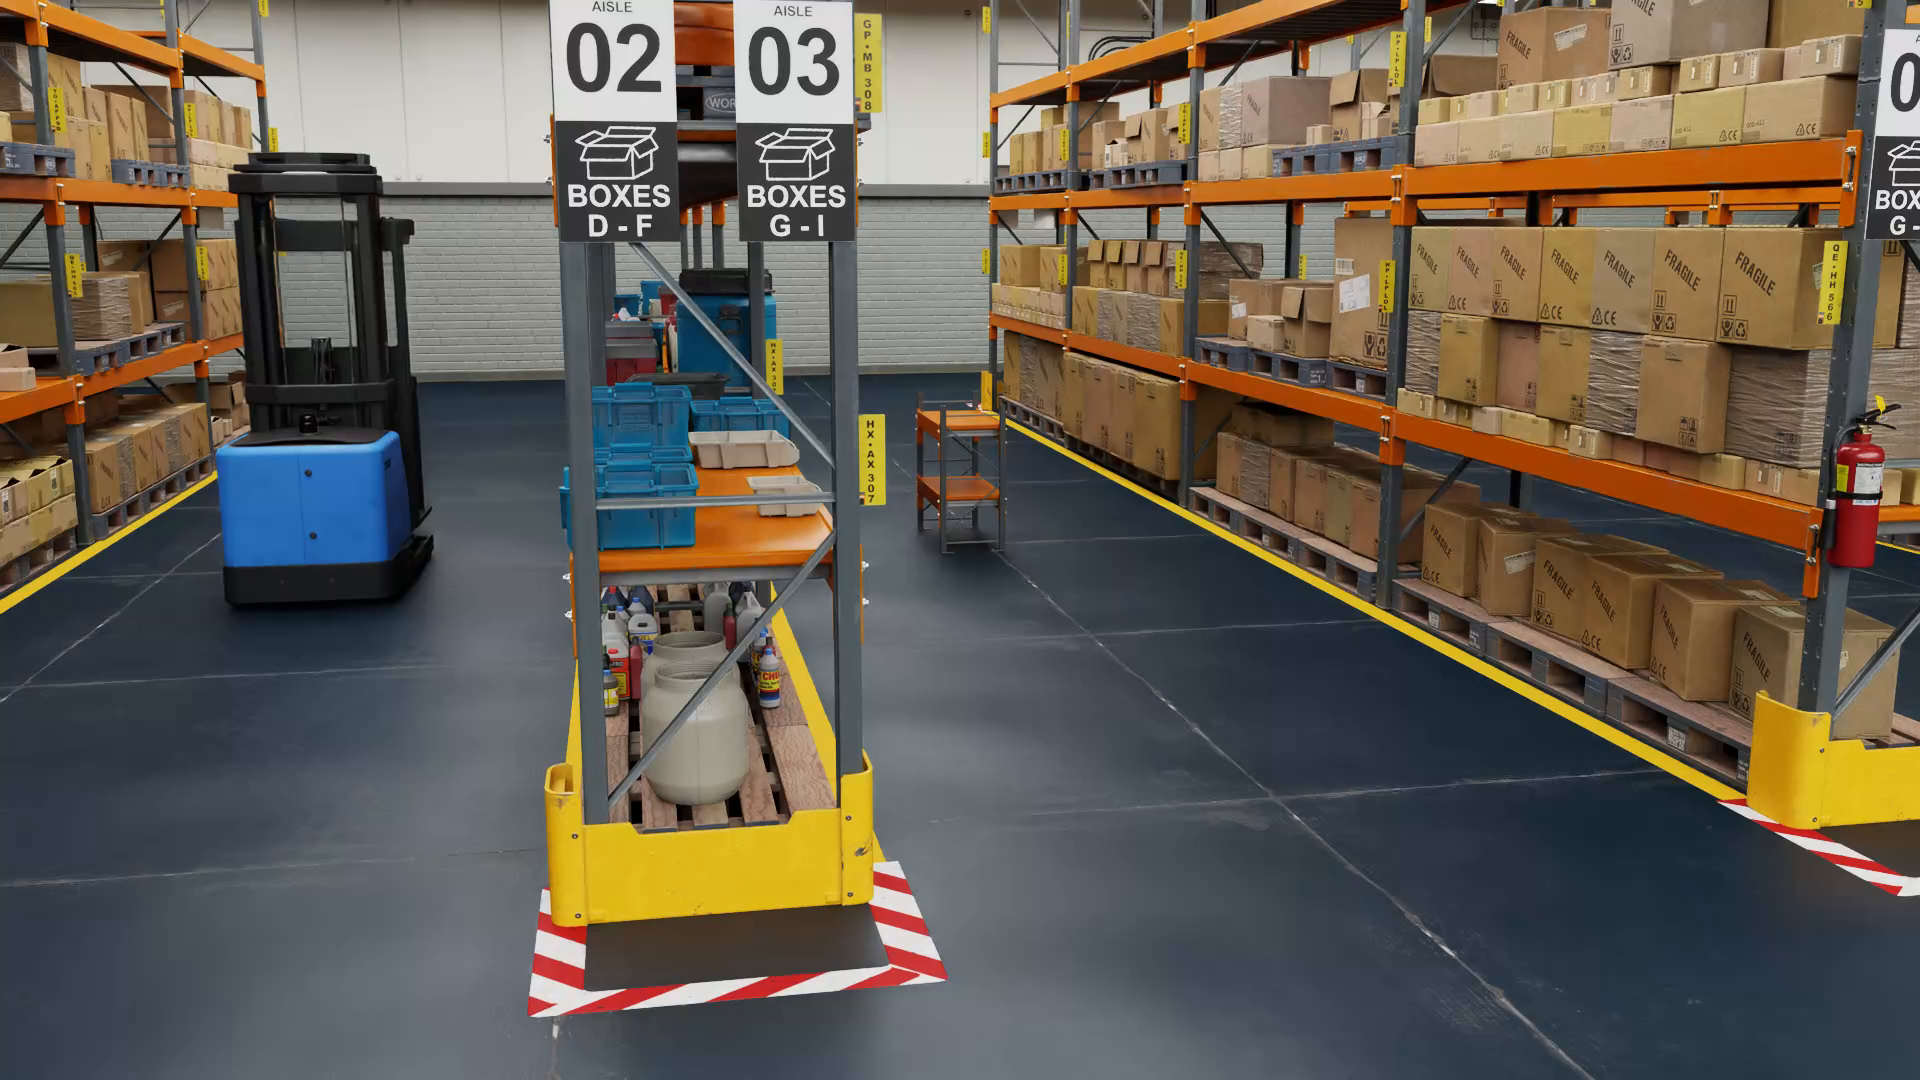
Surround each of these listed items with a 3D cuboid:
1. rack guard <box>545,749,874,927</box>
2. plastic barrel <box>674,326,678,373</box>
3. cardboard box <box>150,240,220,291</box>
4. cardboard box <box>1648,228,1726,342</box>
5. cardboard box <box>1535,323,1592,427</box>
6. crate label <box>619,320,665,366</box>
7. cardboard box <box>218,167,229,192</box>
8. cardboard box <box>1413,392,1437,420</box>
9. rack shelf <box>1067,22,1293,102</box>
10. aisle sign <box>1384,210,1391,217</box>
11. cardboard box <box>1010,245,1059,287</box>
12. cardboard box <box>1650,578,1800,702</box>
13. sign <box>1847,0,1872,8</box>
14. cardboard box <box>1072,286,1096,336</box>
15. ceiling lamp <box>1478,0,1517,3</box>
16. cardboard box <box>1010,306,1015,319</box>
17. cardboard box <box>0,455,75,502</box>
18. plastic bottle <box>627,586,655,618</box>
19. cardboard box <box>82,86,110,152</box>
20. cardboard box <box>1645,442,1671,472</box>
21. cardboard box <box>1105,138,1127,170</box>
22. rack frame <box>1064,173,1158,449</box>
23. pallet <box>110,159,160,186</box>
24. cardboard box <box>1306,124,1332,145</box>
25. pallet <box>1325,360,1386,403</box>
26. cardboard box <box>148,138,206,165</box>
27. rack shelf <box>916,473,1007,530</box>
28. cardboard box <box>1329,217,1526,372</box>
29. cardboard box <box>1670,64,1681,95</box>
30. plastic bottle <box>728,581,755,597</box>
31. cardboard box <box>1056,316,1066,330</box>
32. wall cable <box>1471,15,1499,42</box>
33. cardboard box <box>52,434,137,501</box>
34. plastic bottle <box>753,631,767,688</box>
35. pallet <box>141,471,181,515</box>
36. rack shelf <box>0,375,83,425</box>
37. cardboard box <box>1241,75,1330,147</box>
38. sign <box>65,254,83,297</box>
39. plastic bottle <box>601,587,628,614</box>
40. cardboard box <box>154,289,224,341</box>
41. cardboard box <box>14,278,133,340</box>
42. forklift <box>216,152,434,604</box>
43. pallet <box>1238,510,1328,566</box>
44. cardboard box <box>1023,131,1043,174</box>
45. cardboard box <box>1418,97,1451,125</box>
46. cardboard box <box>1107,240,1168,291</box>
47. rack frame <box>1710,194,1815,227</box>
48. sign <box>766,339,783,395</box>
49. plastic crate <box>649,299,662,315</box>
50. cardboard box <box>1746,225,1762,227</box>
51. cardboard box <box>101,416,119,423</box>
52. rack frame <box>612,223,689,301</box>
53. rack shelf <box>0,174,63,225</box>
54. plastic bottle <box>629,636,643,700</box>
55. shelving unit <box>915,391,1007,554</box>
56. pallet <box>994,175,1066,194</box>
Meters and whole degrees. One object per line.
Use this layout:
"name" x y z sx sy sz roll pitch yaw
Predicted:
"rack guard" -0.918 1.085 6.157 1.175 0.500 0.348 -2 11 -11
"plastic barrel" -1.606 -1.114 10.664 0.433 0.535 0.433 0 11 0
"cardboard box" -7.866 -2.789 16.884 0.500 0.500 0.500 -2 11 -10
"cardboard box" 3.549 -1.180 7.638 0.500 0.500 0.500 -2 11 -11
"cardboard box" 3.566 -0.880 8.736 0.875 0.500 0.500 -2 11 -11
"crate label" -2.485 -1.423 12.555 0.502 0.435 0.616 -2 11 -11
"cardboard box" -8.091 -3.833 17.693 0.500 0.250 0.500 -2 11 -11
"cardboard box" 3.006 -0.824 10.175 0.380 0.149 0.250 -2 11 -11
"rack shelf" 2.057 -4.542 15.985 1.077 0.370 4.000 -2 11 -11
"aisle sign" 6.055 -4.708 22.957 0.394 0.787 0.004 -2 11 -11
"cardboard box" 0.922 -3.401 20.645 0.500 0.500 0.500 -2 11 -13
"cardboard box" 3.747 0.488 8.174 0.500 0.500 0.500 1 11 4
"sign" 3.453 -2.202 6.355 0.100 0.325 0.005 -2 11 -11
"cardboard box" 1.512 -2.467 17.868 0.500 0.500 0.500 -2 11 -11
"ceiling lamp" 7.710 -9.824 25.132 2.000 3.185 0.800 -2 11 -11
"cardboard box" 0.837 -2.856 20.851 0.380 0.149 0.250 -2 11 -12
"cardboard box" -6.929 -0.462 12.332 0.500 0.311 0.500 -2 11 -10
"plastic bottle" -1.744 0.379 9.090 0.144 0.351 0.185 -2 11 -11
"cardboard box" -7.763 -3.590 14.356 0.600 0.600 0.600 -3 11 -13
"cardboard box" 3.555 -0.415 8.028 0.380 0.149 0.250 -2 11 -11
"cardboard box" 1.793 -3.943 16.982 0.500 0.311 0.500 -3 11 -13
"rack frame" 1.668 -2.511 18.368 1.000 3.000 0.127 -2 11 -11
"pallet" -7.788 -3.221 14.576 1.213 0.211 1.003 -2 11 -11
"cardboard box" 2.761 -2.949 12.149 0.380 0.166 0.250 -2 11 -13
"pallet" 3.218 -1.095 11.441 1.003 0.211 1.213 -2 11 -11
"cardboard box" -7.901 -3.895 16.682 0.500 0.250 0.500 -2 11 -11
"rack shelf" -0.001 -0.314 13.144 0.538 0.278 1.000 -2 11 -11
"cardboard box" 3.206 -1.696 11.356 1.000 1.000 1.000 -2 11 -11
"cardboard box" 3.547 -2.139 7.725 0.380 0.149 0.250 -2 11 -10
"plastic bottle" -1.227 0.329 9.354 0.144 0.351 0.185 -2 11 -13
"cardboard box" 1.287 -2.432 18.623 0.380 0.149 0.250 -2 11 -11
"wall cable" 9.966 -7.612 29.124 2.355 3.000 0.029 -2 11 -11
"cardboard box" -7.188 -0.596 13.814 0.500 0.500 0.500 -3 11 -13
"plastic bottle" -0.971 0.587 8.209 0.097 0.271 0.097 0 11 0
"pallet" -7.614 -0.410 14.785 1.003 0.211 1.213 -2 11 -11
"rack shelf" -6.883 -0.698 10.765 1.077 0.370 4.000 -2 11 -11
"cardboard box" 2.484 -3.265 12.702 0.500 0.500 0.500 -2 11 -13
"sign" -6.729 -2.008 12.626 0.100 0.325 0.005 -2 11 -11
"plastic bottle" -1.848 0.419 8.881 0.144 0.351 0.185 -3 11 -13
"cardboard box" -7.882 -2.304 17.013 0.500 0.500 0.500 -2 11 -10
"cardboard box" -7.496 -1.960 14.079 0.700 0.500 0.500 0 11 0
"forklift" -4.480 -1.252 11.934 1.130 2.935 3.031 -2 11 -10
"pallet" 2.830 -0.041 12.848 1.003 0.211 1.213 -2 11 -11
"cardboard box" 1.183 -4.729 20.339 0.700 0.500 0.500 -3 11 -15
"cardboard box" 2.984 -2.569 9.984 0.380 0.149 0.250 -2 11 -13
"cardboard box" 1.922 -2.810 16.988 0.797 0.503 0.637 -2 11 -10
"rack frame" 7.330 -1.939 15.364 1.000 3.000 0.127 -2 11 -11
"sign" -1.093 -1.018 9.782 0.100 0.325 0.005 -2 11 -11
"plastic crate" -3.307 -2.589 18.934 0.437 0.282 0.530 -2 11 -11
"cardboard box" 10.668 -4.103 22.055 0.380 0.149 0.250 -2 11 -12
"cardboard box" -7.991 -0.853 15.164 0.500 0.500 0.500 -2 11 -10
"rack frame" -3.969 -3.065 21.276 1.000 3.000 0.127 -2 11 -11
"rack shelf" -6.883 -2.171 10.484 1.077 0.370 4.000 -2 11 -11
"plastic bottle" -1.562 0.616 8.026 0.061 0.283 0.133 -2 11 -11
"shelving unit" -0.001 -0.554 13.098 0.538 1.125 1.048 -2 11 -11
"pallet" 1.044 -4.539 21.238 1.003 0.211 1.213 -2 11 -11
